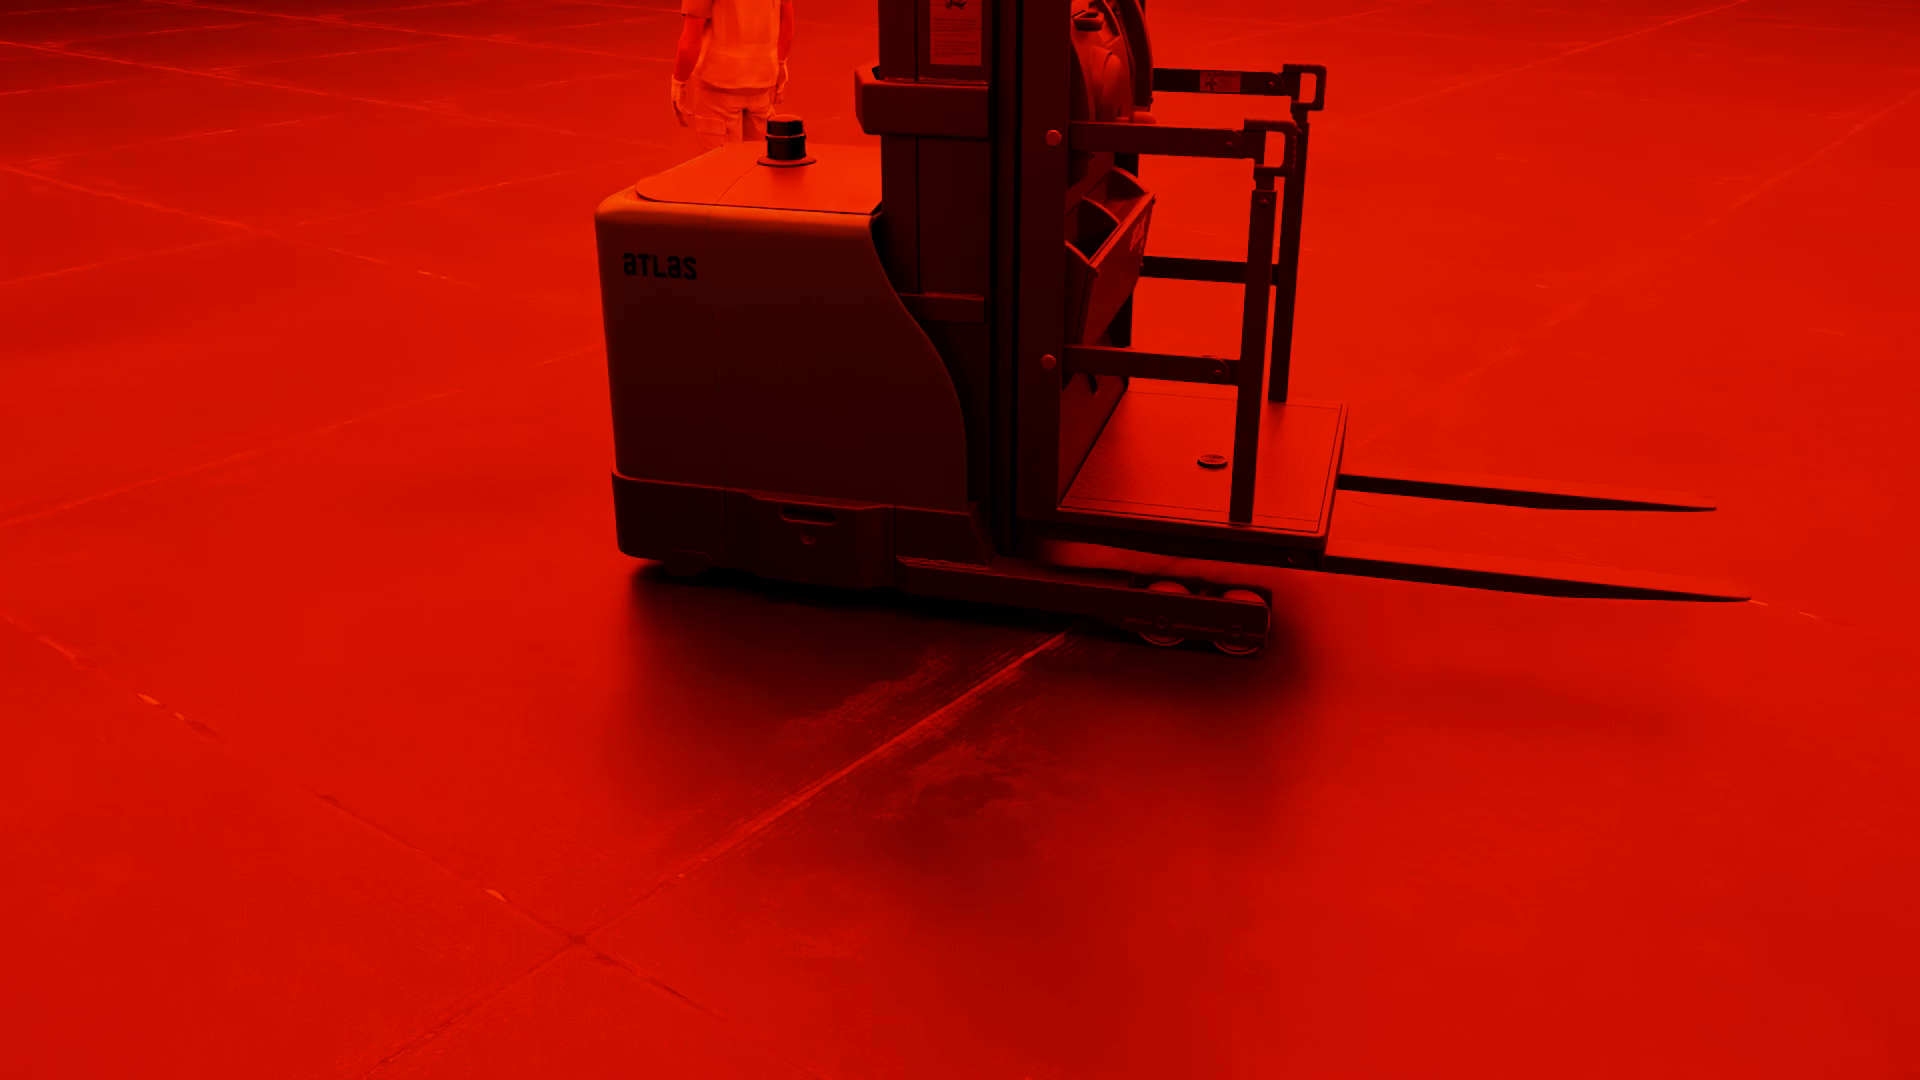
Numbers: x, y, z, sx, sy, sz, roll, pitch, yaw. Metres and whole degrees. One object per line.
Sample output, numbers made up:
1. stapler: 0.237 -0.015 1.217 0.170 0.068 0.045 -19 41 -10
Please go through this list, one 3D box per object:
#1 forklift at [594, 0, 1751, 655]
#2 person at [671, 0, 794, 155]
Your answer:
1. forklift: 0.587 -1.281 4.284 3.031 2.935 1.130 6 24 14
2. person: -1.065 -2.074 7.529 0.637 1.790 0.562 -21 31 -40
